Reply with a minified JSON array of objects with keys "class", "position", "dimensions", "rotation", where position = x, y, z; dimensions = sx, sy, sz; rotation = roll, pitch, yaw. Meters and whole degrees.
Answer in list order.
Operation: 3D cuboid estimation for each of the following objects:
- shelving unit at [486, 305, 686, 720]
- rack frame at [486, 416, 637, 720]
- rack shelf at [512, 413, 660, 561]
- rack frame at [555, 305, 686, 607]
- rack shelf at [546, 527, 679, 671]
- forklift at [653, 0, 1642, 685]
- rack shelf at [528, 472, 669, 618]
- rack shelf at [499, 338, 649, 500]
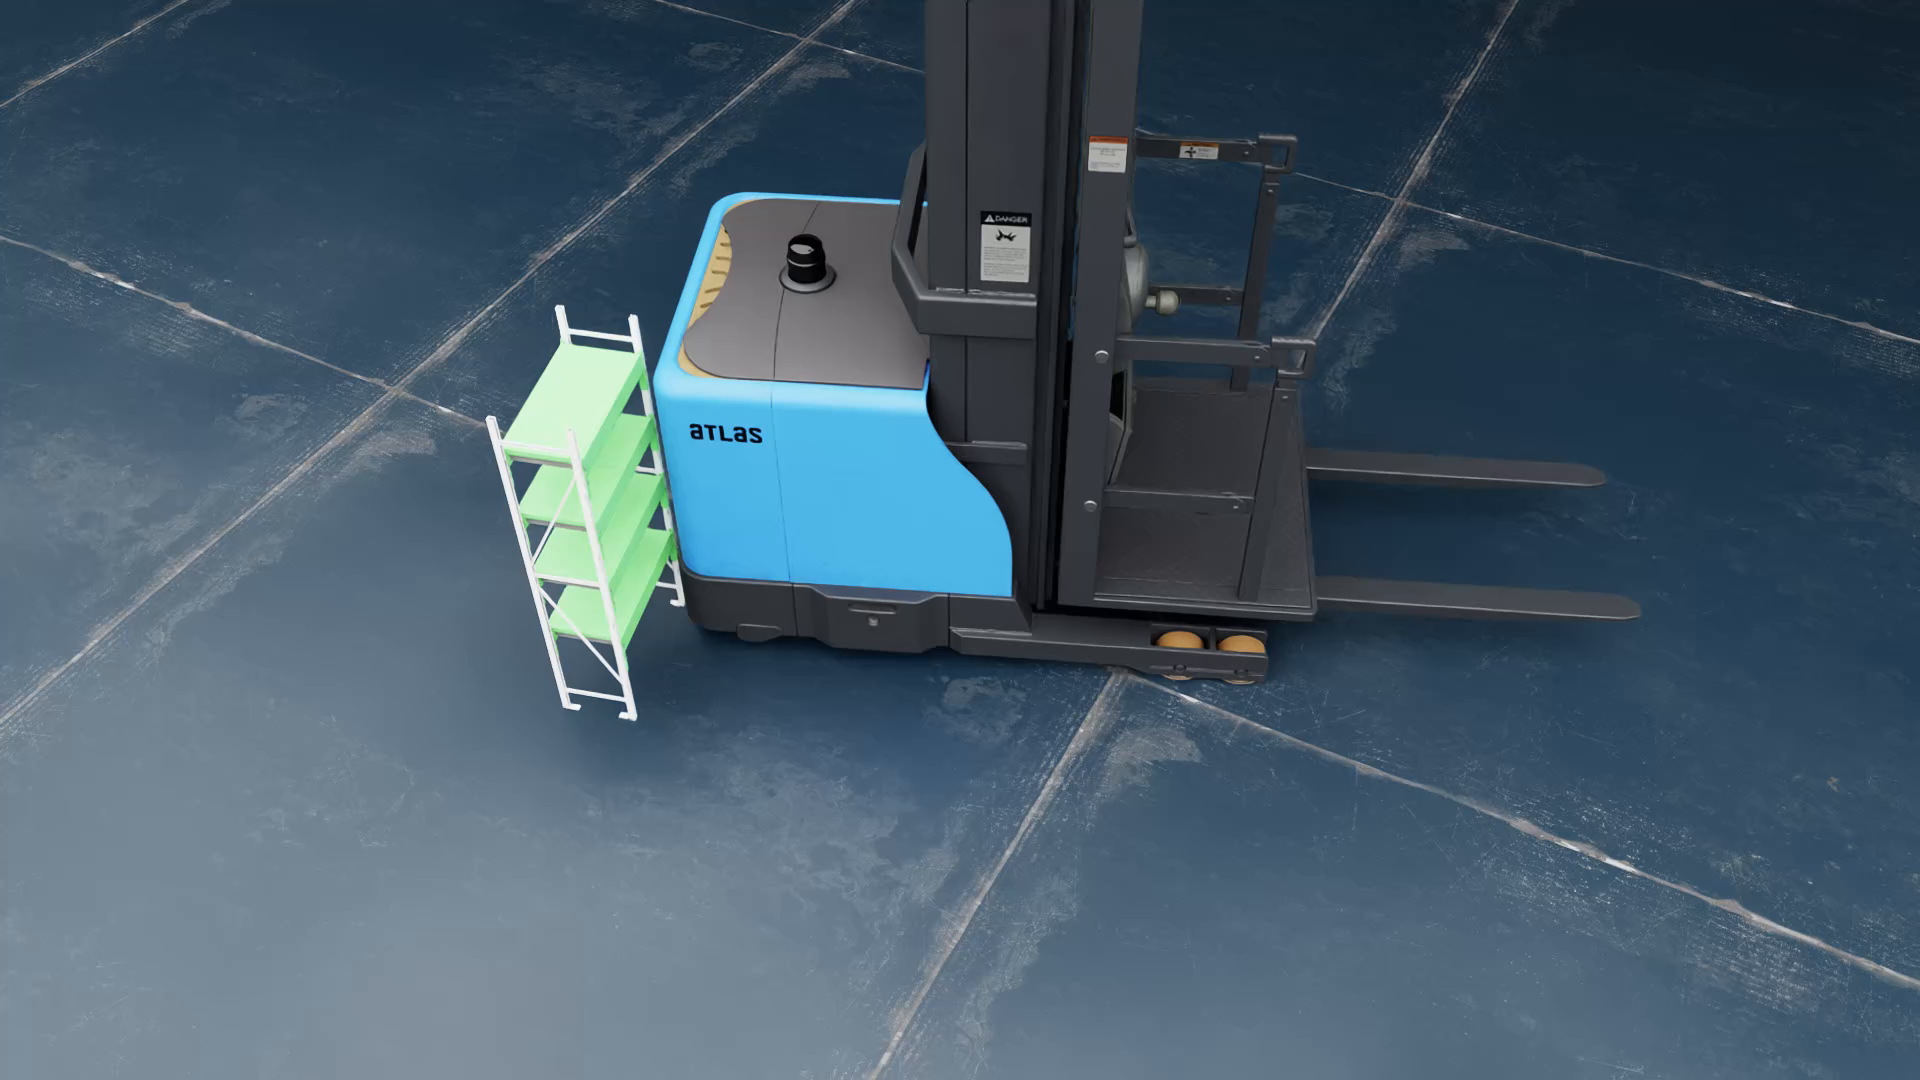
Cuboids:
[{"class":"shelving unit","position":[-1.079,-0.053,4.959],"dimensions":[0.258,1.200,0.503],"rotation":[8,46,8]},{"class":"rack frame","position":[-1.129,0.117,4.791],"dimensions":[0.240,1.200,0.015],"rotation":[8,46,8]},{"class":"rack shelf","position":[-1.079,-0.177,4.833],"dimensions":[0.258,0.148,0.480],"rotation":[8,46,8]},{"class":"rack frame","position":[-1.029,-0.223,5.127],"dimensions":[0.240,1.200,0.015],"rotation":[8,46,8]},{"class":"rack shelf","position":[-1.079,0.161,5.175],"dimensions":[0.258,0.148,0.480],"rotation":[8,46,8]},{"class":"forklift","position":[0.656,-0.968,4.646],"dimensions":[3.031,2.935,1.130],"rotation":[4,45,4]},{"class":"rack shelf","position":[-1.079,-0.008,5.004],"dimensions":[0.258,0.148,0.480],"rotation":[8,46,8]},{"class":"rack shelf","position":[-1.079,-0.345,4.663],"dimensions":[0.258,0.148,0.480],"rotation":[8,46,8]}]
